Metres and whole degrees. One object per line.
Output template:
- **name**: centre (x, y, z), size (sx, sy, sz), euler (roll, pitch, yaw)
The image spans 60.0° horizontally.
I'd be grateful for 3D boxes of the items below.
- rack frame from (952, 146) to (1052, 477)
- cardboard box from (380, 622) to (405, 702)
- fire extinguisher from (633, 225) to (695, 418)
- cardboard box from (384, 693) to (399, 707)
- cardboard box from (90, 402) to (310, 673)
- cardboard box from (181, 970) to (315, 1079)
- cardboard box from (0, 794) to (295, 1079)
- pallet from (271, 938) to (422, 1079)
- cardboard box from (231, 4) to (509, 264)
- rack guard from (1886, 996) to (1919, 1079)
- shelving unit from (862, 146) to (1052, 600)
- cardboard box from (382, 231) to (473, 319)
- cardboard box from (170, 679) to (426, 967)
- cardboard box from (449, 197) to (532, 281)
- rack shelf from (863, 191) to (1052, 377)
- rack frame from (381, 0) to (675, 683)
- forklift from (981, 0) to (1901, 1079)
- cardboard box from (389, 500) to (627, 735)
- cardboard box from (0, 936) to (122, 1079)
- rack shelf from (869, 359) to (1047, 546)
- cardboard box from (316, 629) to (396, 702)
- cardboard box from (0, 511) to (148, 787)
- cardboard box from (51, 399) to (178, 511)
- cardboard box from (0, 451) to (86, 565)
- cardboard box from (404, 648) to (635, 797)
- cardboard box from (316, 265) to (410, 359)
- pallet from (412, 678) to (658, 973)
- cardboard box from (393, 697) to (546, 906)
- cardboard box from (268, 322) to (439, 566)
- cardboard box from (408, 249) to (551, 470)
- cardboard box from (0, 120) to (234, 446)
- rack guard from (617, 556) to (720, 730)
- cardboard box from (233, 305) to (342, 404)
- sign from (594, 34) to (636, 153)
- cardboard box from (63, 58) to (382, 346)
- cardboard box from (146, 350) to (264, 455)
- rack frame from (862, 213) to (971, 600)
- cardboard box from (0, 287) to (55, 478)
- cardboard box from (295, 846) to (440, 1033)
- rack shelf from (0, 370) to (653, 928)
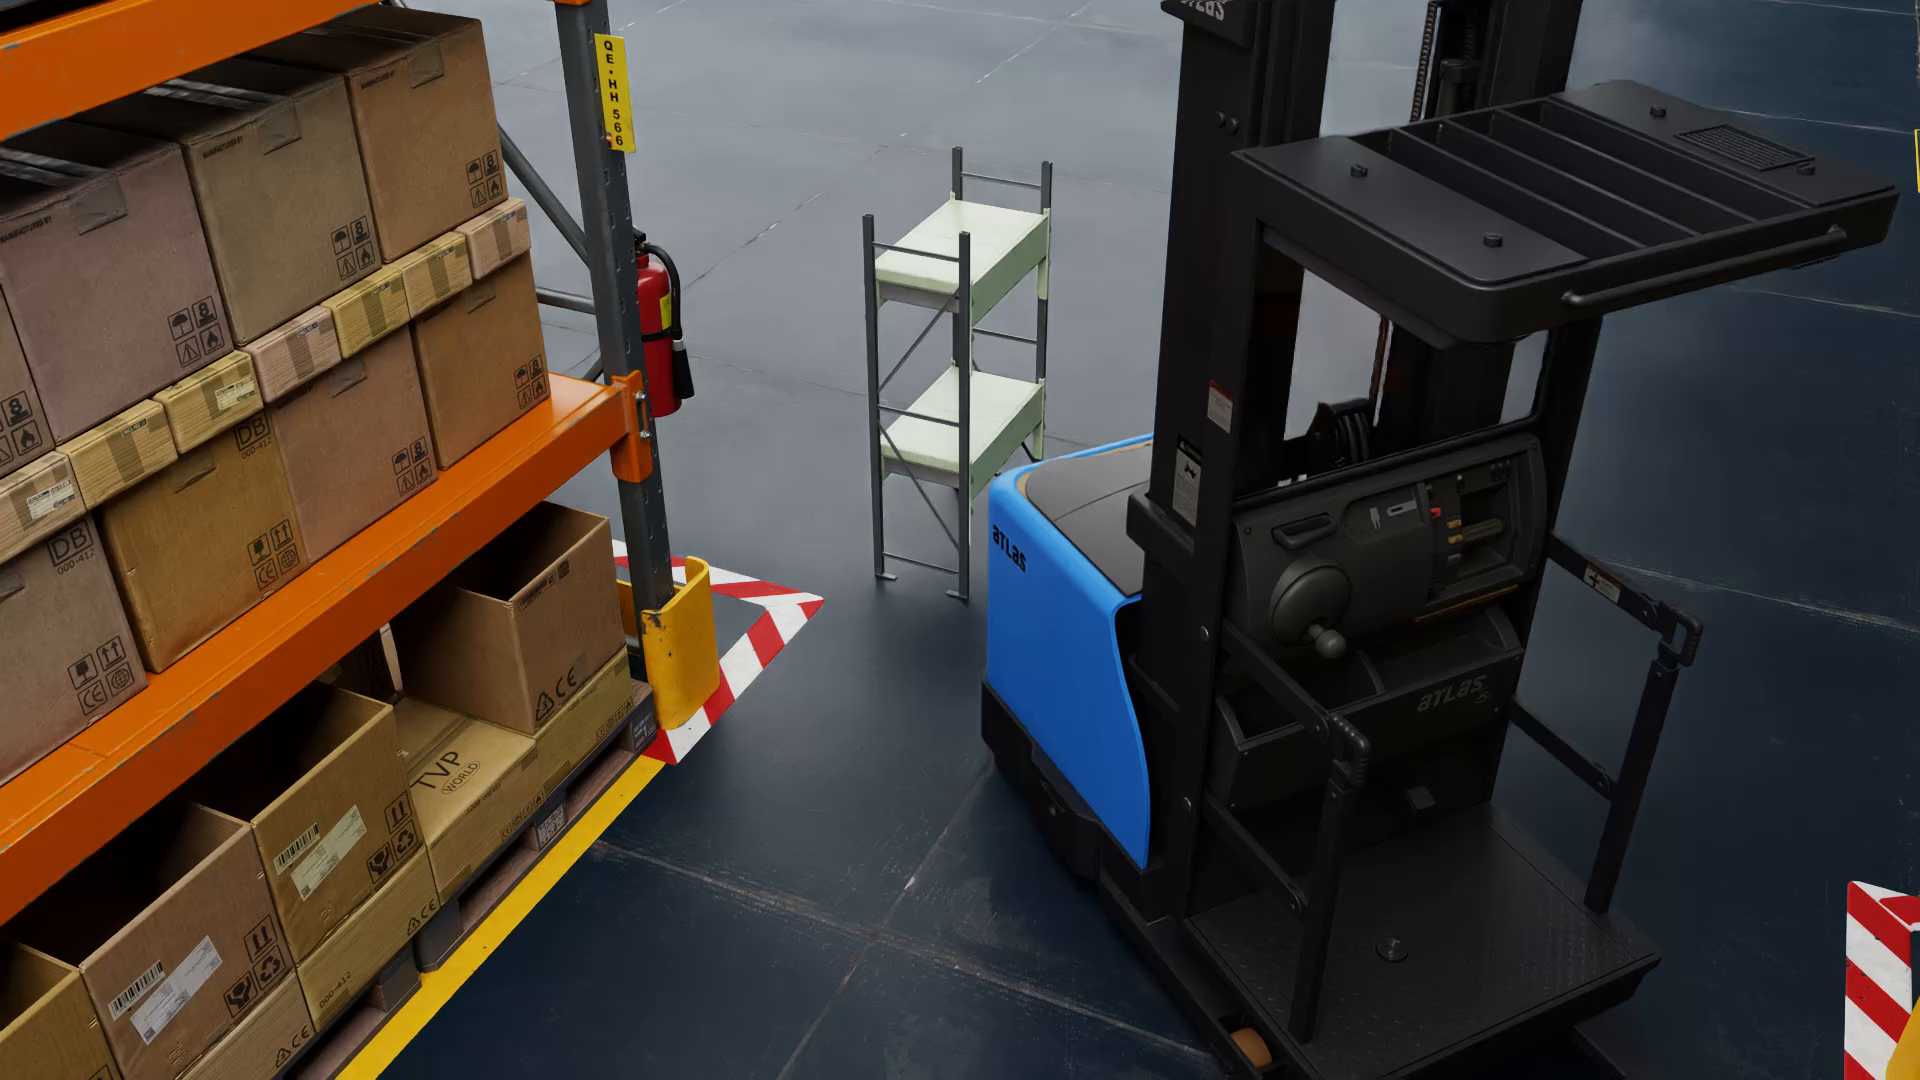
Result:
- **rack frame**: centre (0.156, -0.813, 6.622), size (0.400, 1.500, 0.023), euler (14, 36, 20)
- **cardboard box**: centre (-1.877, 0.398, 5.532), size (0.500, 0.250, 0.500), euler (14, 36, 20)
- **fire extinguisher**: centre (-0.980, -0.712, 5.172), size (0.296, 0.674, 0.183), euler (14, 36, 20)
- **cardboard box**: centre (-2.083, 0.648, 5.151), size (0.500, 0.250, 0.500), euler (14, 36, 20)
- **cardboard box**: centre (-2.086, -0.096, 4.070), size (0.700, 0.500, 0.500), euler (14, 36, 21)
- **cardboard box**: centre (-2.024, 1.266, 4.208), size (0.500, 0.250, 0.500), euler (14, 36, 20)
- **cardboard box**: centre (-2.020, 0.954, 4.001), size (0.500, 0.500, 0.500), euler (14, 36, 20)
- **pallet**: centre (-2.245, 1.369, 4.469), size (1.003, 0.211, 1.213), euler (14, 36, 20)
- **cardboard box**: centre (-1.680, -1.121, 4.450), size (0.700, 0.500, 0.500), euler (14, 36, 21)
- **rack guard**: centre (3.018, 1.425, 4.121), size (1.175, 0.500, 0.348), euler (14, 36, 20)
- **shelving unit**: centre (0.003, -0.631, 6.344), size (0.431, 1.500, 0.755), euler (14, 36, 20)
- **cardboard box**: centre (-1.546, -0.741, 4.462), size (0.380, 0.149, 0.250), euler (15, 36, 22)
- **cardboard box**: centre (-1.810, 0.705, 4.380), size (0.500, 0.500, 0.500), euler (14, 36, 20)
- **cardboard box**: centre (-1.438, -0.872, 4.661), size (0.380, 0.149, 0.250), euler (14, 36, 20)
- **rack shelf**: centre (0.003, -0.957, 6.130), size (0.431, 0.370, 0.720), euler (14, 36, 20)
- **rack frame**: centre (-1.451, -0.793, 5.223), size (1.000, 3.000, 0.127), euler (14, 36, 20)
- **forklift**: centre (1.179, 0.074, 3.964), size (1.130, 2.935, 3.031), euler (-15, 36, -22)
- **cardboard box**: centre (-1.405, 0.203, 5.145), size (0.500, 0.500, 0.500), euler (14, 36, 20)
- **cardboard box**: centre (-2.228, 1.203, 3.620), size (0.500, 0.500, 0.500), euler (14, 36, 20)
- **rack shelf**: centre (0.003, -0.358, 6.523), size (0.431, 0.370, 0.720), euler (14, 36, 20)
- **cardboard box**: centre (-2.085, 0.334, 4.946), size (0.500, 0.500, 0.500), euler (14, 36, 20)
- **cardboard box**: centre (-2.303, 0.167, 3.669), size (0.700, 0.500, 0.500), euler (15, 36, 22)
- **cardboard box**: centre (-1.978, -0.226, 3.677), size (0.380, 0.149, 0.250), euler (15, 36, 22)
- **cardboard box**: centre (-2.085, -0.099, 3.482), size (0.380, 0.149, 0.250), euler (14, 36, 20)
- **cardboard box**: centre (-1.407, 0.517, 5.351), size (0.500, 0.250, 0.500), euler (14, 36, 20)
- **cardboard box**: centre (-1.653, -0.614, 4.267), size (0.380, 0.149, 0.250), euler (14, 36, 20)
- **pallet**: centre (-1.733, 0.764, 5.392), size (1.003, 0.211, 1.213), euler (14, 36, 20)
- **cardboard box**: centre (-1.605, 0.768, 4.967), size (0.500, 0.250, 0.500), euler (14, 36, 20)
- **cardboard box**: centre (-1.873, -0.342, 4.445), size (0.700, 0.500, 0.500), euler (15, 36, 22)
- **cardboard box**: centre (-1.658, -0.605, 4.846), size (0.700, 0.500, 0.500), euler (14, 36, 20)
- **cardboard box**: centre (-2.105, -0.607, 3.665), size (0.700, 0.500, 0.500), euler (14, 36, 21)
- **rack guard**: centre (-1.441, 0.241, 5.927), size (1.175, 0.500, 0.348), euler (14, 36, 20)
- **cardboard box**: centre (-1.760, -0.489, 4.077), size (0.380, 0.149, 0.250), euler (15, 36, 21)
- **sign**: centre (-0.964, -1.244, 4.640), size (0.100, 0.325, 0.005), euler (14, 36, 20)
- **cardboard box**: centre (-1.895, -0.858, 4.048), size (0.700, 0.500, 0.500), euler (13, 36, 19)
- **cardboard box**: centre (-1.870, -0.358, 3.878), size (0.380, 0.149, 0.250), euler (15, 36, 22)
- **rack frame**: centre (-0.150, -0.448, 6.066), size (0.400, 1.500, 0.023), euler (14, 36, 20)
- **cardboard box**: centre (-2.315, -0.357, 3.285), size (0.700, 0.500, 0.500), euler (14, 36, 21)
- **cardboard box**: centre (-1.813, 1.018, 4.587), size (0.500, 0.250, 0.500), euler (14, 36, 20)
- **rack shelf**: centre (-2.288, 0.504, 3.901), size (1.077, 0.370, 4.000), euler (14, 36, 20)
